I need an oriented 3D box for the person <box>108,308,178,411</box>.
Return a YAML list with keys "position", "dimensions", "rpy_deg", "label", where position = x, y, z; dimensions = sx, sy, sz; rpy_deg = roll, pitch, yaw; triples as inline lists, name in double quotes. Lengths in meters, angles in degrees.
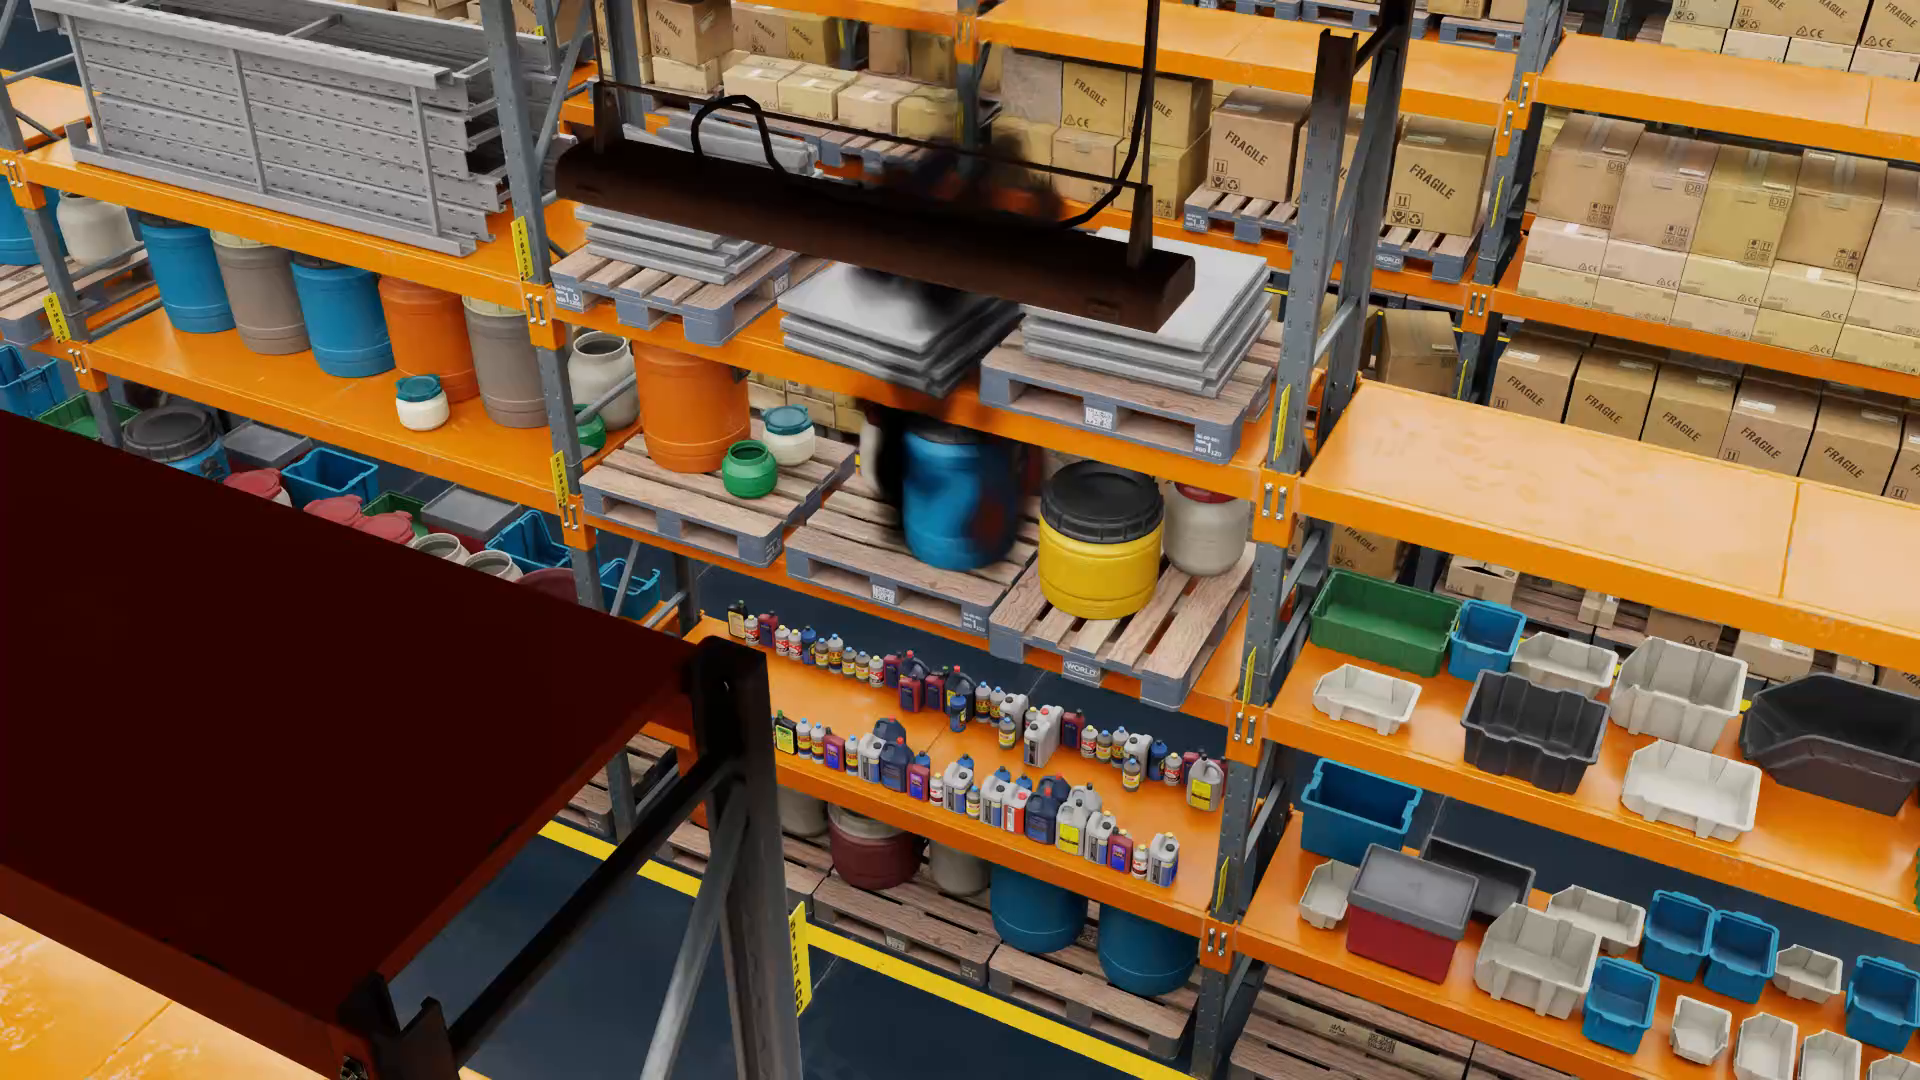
- position: [-7.102, -1.493, 14.544]
  dimensions: [0.597, 1.679, 0.671]
  rpy_deg: [8, 36, 11]
  label: "person"
